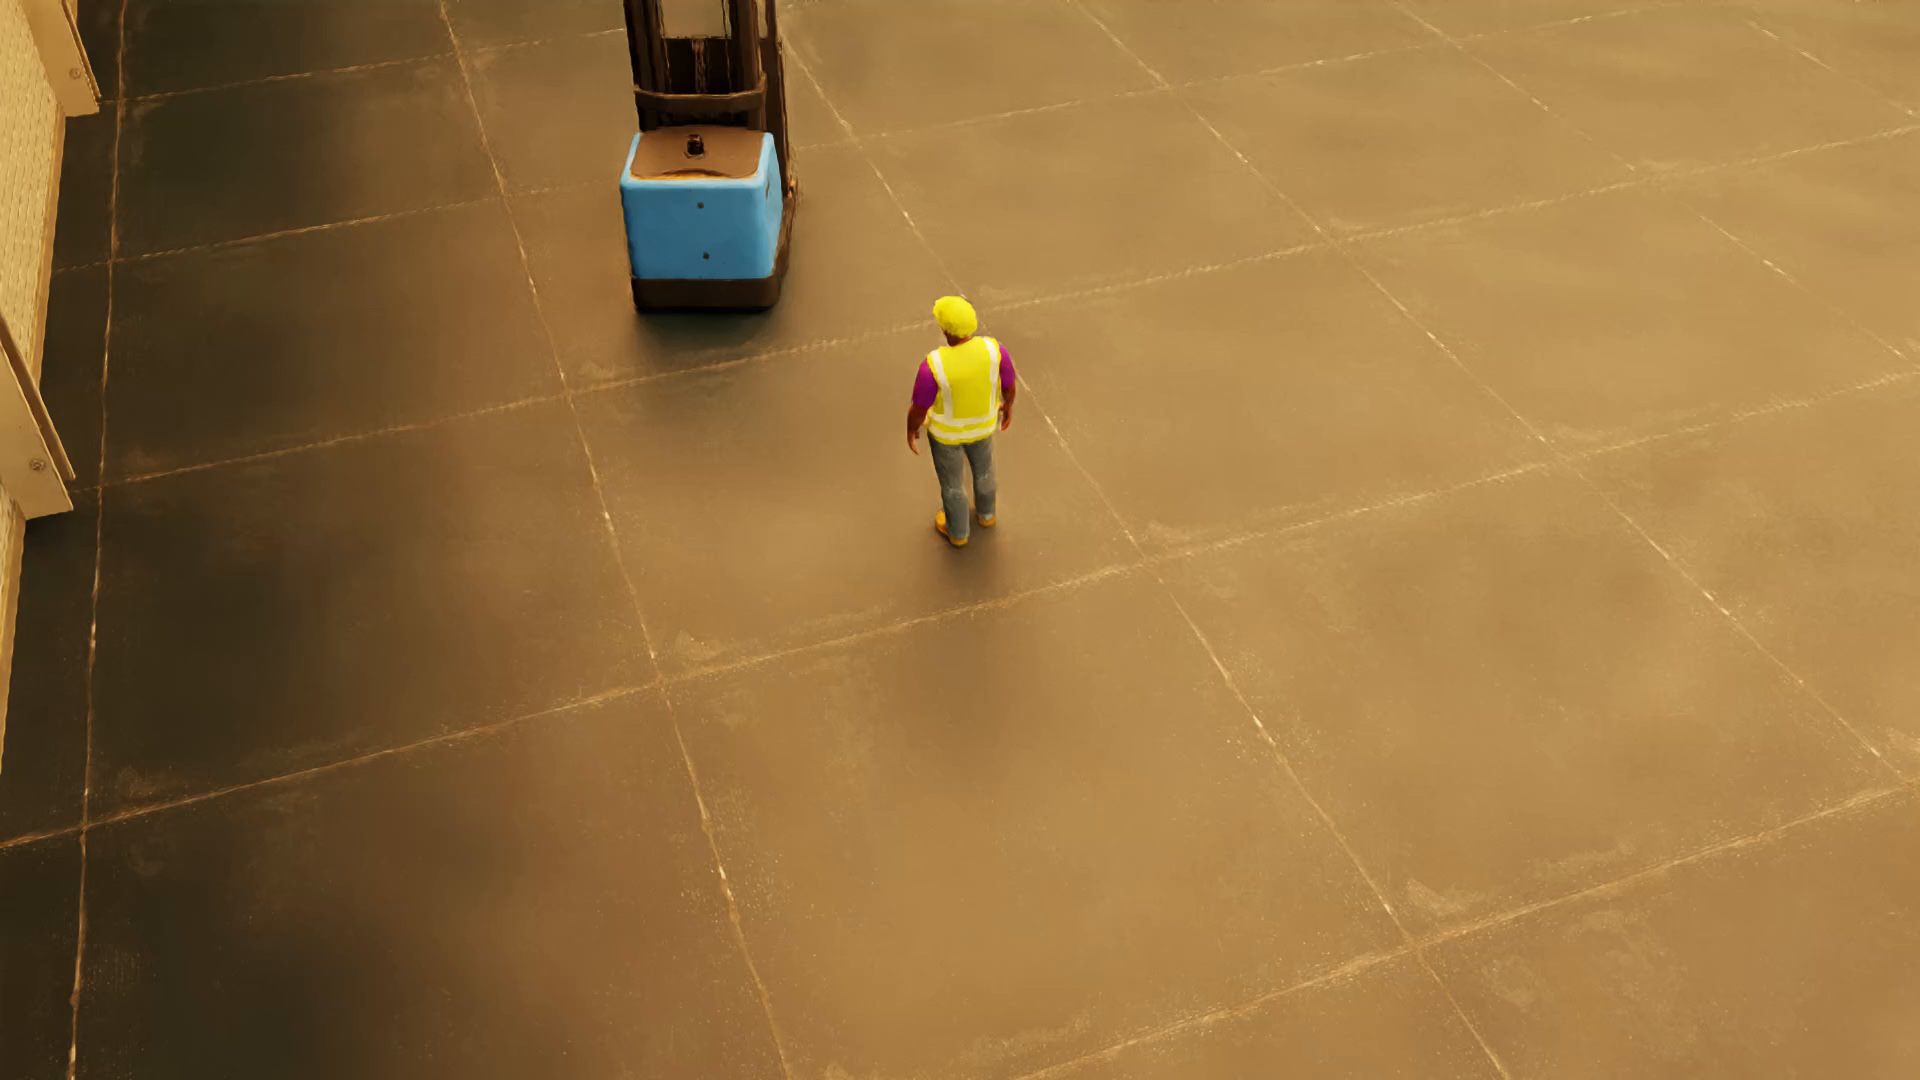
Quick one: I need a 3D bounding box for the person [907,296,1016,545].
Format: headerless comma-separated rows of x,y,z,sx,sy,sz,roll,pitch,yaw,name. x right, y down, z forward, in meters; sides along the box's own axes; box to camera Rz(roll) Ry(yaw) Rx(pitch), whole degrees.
-0.019,-0.725,9.755,0.665,1.766,0.576,-13,42,-15,person

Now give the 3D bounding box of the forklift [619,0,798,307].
-1.882,-3.747,12.460,1.130,2.935,3.031,0,40,0,forklift
